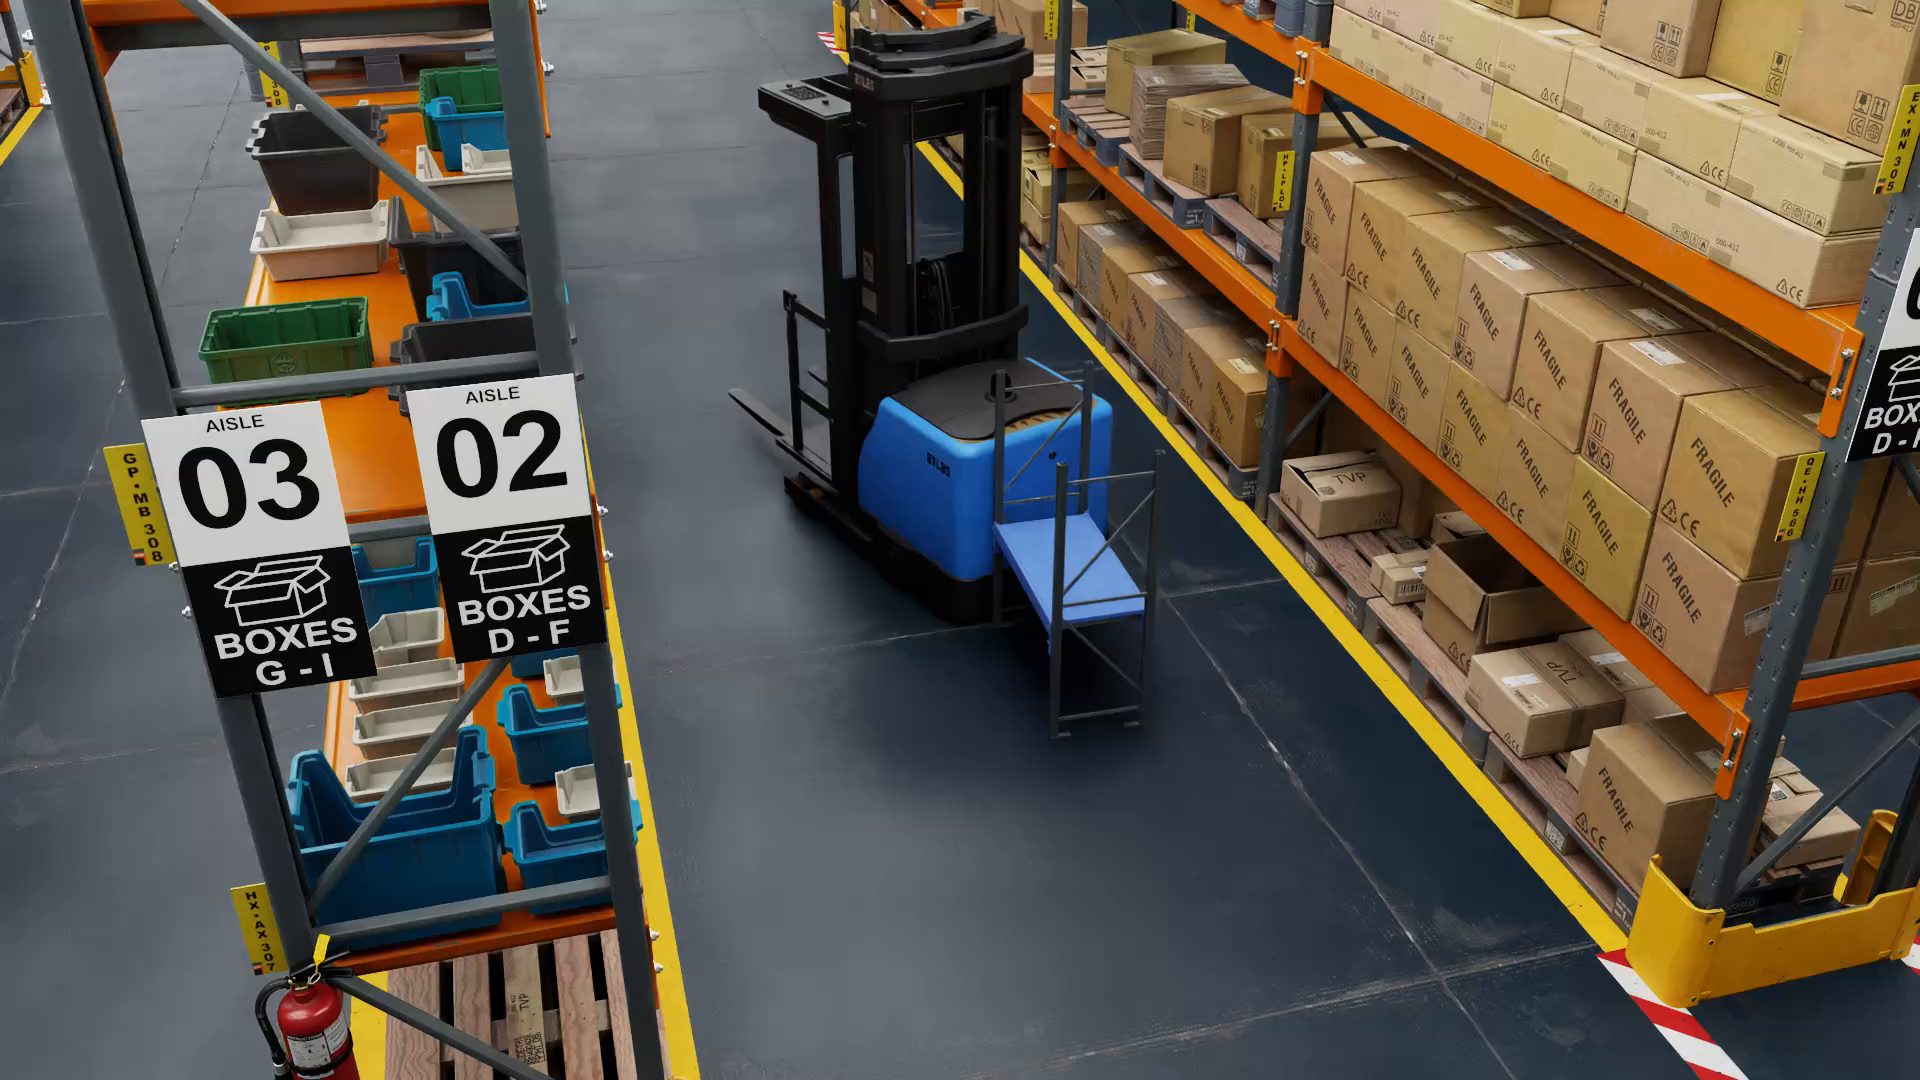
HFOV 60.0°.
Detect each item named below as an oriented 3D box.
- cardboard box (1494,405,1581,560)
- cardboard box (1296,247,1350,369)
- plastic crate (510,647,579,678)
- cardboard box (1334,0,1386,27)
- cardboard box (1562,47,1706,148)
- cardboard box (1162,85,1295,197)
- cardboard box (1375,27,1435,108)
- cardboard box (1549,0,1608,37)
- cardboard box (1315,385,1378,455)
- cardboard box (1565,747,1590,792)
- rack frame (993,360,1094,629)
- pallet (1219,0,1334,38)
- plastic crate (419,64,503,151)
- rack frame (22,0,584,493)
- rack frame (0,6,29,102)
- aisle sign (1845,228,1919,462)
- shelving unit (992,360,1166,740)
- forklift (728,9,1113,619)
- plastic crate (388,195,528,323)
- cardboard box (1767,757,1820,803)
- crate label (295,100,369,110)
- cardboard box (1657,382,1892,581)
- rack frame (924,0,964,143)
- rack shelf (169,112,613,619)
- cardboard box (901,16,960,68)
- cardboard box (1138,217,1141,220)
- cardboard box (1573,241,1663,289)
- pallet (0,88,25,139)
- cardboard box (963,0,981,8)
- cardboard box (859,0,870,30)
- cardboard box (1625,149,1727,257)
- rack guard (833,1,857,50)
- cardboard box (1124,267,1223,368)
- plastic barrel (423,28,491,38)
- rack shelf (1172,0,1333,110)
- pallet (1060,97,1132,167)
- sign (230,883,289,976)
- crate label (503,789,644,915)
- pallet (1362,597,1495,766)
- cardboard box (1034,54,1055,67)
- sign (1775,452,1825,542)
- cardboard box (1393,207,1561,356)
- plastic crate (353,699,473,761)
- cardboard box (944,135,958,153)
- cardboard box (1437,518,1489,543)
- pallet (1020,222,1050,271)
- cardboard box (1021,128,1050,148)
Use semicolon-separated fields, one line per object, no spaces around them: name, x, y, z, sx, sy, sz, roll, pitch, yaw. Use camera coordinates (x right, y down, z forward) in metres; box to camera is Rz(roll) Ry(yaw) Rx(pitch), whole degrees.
cardboard box;2.683;-0.282;7.144;0.500;0.500;0.500;-8;31;-13
cardboard box;2.143;-1.260;8.833;0.500;0.500;0.500;-7;31;-12
plastic crate;-1.542;0.337;6.281;0.416;0.233;0.300;-8;31;-13
cardboard box;2.160;-2.681;8.044;0.500;0.250;0.500;-8;31;-13
cardboard box;2.688;-1.715;6.374;0.500;0.250;0.500;-8;31;-13
cardboard box;1.742;-2.569;10.676;0.700;0.500;0.500;-16;34;-26
cardboard box;2.290;-2.223;7.751;0.500;0.250;0.500;-8;31;-13
cardboard box;2.851;-2.321;6.674;0.700;0.500;0.500;-8;31;-13
cardboard box;2.377;-0.874;10.321;0.500;0.500;0.500;-9;31;-16
cardboard box;2.930;1.031;7.363;0.380;0.166;0.250;-8;31;-13
rack frame;0.421;-0.209;8.615;0.500;1.500;0.032;-7;31;-12
pallet;2.165;-3.040;9.202;1.213;0.211;1.003;-8;31;-13
plastic crate;-2.102;-1.884;7.229;0.450;0.188;0.662;-8;31;-13
rack frame;-1.444;-1.507;3.370;1.000;3.000;0.127;-8;31;-13
rack frame;-10.466;-5.980;17.086;1.000;3.000;0.127;-8;31;-13
aisle sign;3.055;-0.619;5.229;0.394;0.787;0.004;-8;31;-13
shelving unit;0.548;0.037;8.188;0.538;1.500;1.048;-7;31;-12
forklift;-0.412;-1.537;9.479;1.130;2.935;3.031;-19;35;-29
plastic crate;-1.585;-0.956;5.475;0.504;0.338;0.767;-8;31;-13
cardboard box;3.486;1.100;7.245;0.380;0.166;0.250;-8;31;-13
crate label;-2.655;-1.752;7.051;0.293;0.136;0.466;-8;31;-13
cardboard box;2.949;-0.222;6.041;0.500;0.500;0.500;-8;31;-14
rack frame;0.147;-5.363;16.021;1.000;3.000;0.127;-8;31;-13
rack shelf;-1.975;-0.863;5.971;1.077;0.370;4.000;-8;31;-13
cardboard box;-0.308;-5.117;17.174;0.500;0.500;0.500;-8;31;-13
cardboard box;1.353;-2.715;13.772;0.500;0.250;0.500;-8;31;-13
cardboard box;3.059;-1.032;7.440;0.500;0.500;0.500;-8;31;-14
pallet;-10.265;-4.339;17.036;1.003;0.211;1.213;-8;31;-13
cardboard box;0.320;-5.066;15.658;0.500;0.250;0.500;-6;31;-10
cardboard box;-0.852;-6.081;18.839;0.500;0.500;0.500;-8;31;-13
cardboard box;2.820;-1.257;6.082;0.500;0.250;0.500;-8;31;-13
rack guard;-0.921;-6.225;20.005;1.175;0.500;0.348;-8;31;-13
cardboard box;1.471;-1.535;11.464;0.500;0.500;0.500;-9;31;-15
plastic barrel;-2.404;-2.669;7.817;0.433;0.535;0.433;0;30;0
rack shelf;1.740;-3.452;10.443;1.077;0.370;4.000;-8;31;-13
pallet;1.457;-3.030;12.182;1.213;0.211;1.003;-8;31;-13
sign;-1.970;1.100;4.693;0.100;0.325;0.005;-8;31;-13
crate label;-1.192;0.973;5.182;0.416;0.233;0.303;-8;31;-13
pallet;2.780;0.630;8.451;1.003;0.211;1.213;-8;31;-13
cardboard box;0.816;-3.931;13.798;0.380;0.149;0.250;-6;31;-10
sign;2.792;-0.141;5.528;0.100;0.325;0.005;-8;31;-13
cardboard box;2.398;-1.213;7.753;0.500;0.500;0.500;-9;31;-15
plastic crate;-1.898;0.666;5.808;0.396;0.136;0.243;-8;31;-13
cardboard box;0.150;-3.880;15.785;0.500;0.250;0.500;-7;31;-12
cardboard box;2.895;0.074;8.873;0.500;0.311;0.500;-8;31;-13
pallet;1.028;-2.627;14.078;1.003;0.211;1.213;-8;31;-13
cardboard box;0.557;-3.380;14.361;0.500;0.311;0.500;-8;31;-14
